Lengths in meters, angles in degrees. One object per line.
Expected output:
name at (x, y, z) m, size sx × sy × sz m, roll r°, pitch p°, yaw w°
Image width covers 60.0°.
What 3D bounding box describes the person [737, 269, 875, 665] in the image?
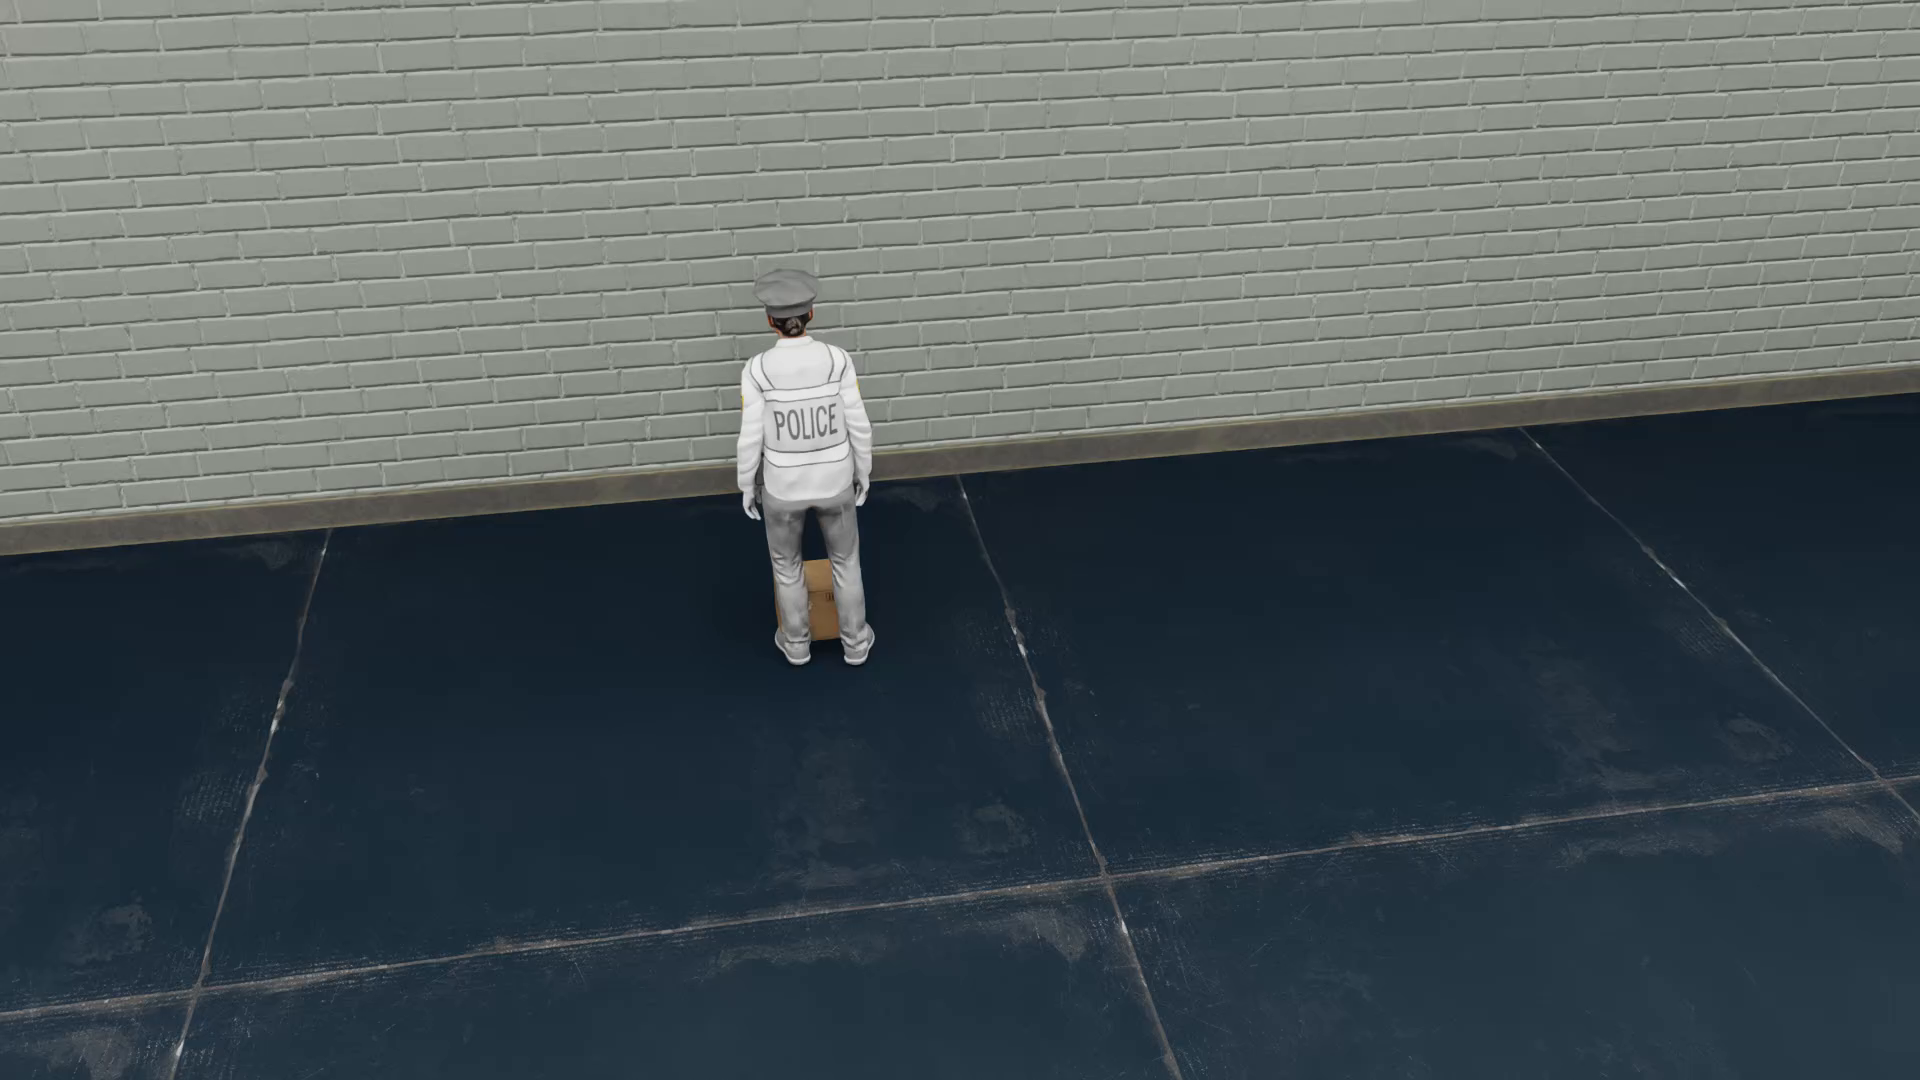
person at (-0.608, -0.233, 6.520) m, size 0.534 × 1.662 × 0.414 m, roll -7°, pitch 32°, yaw -11°
